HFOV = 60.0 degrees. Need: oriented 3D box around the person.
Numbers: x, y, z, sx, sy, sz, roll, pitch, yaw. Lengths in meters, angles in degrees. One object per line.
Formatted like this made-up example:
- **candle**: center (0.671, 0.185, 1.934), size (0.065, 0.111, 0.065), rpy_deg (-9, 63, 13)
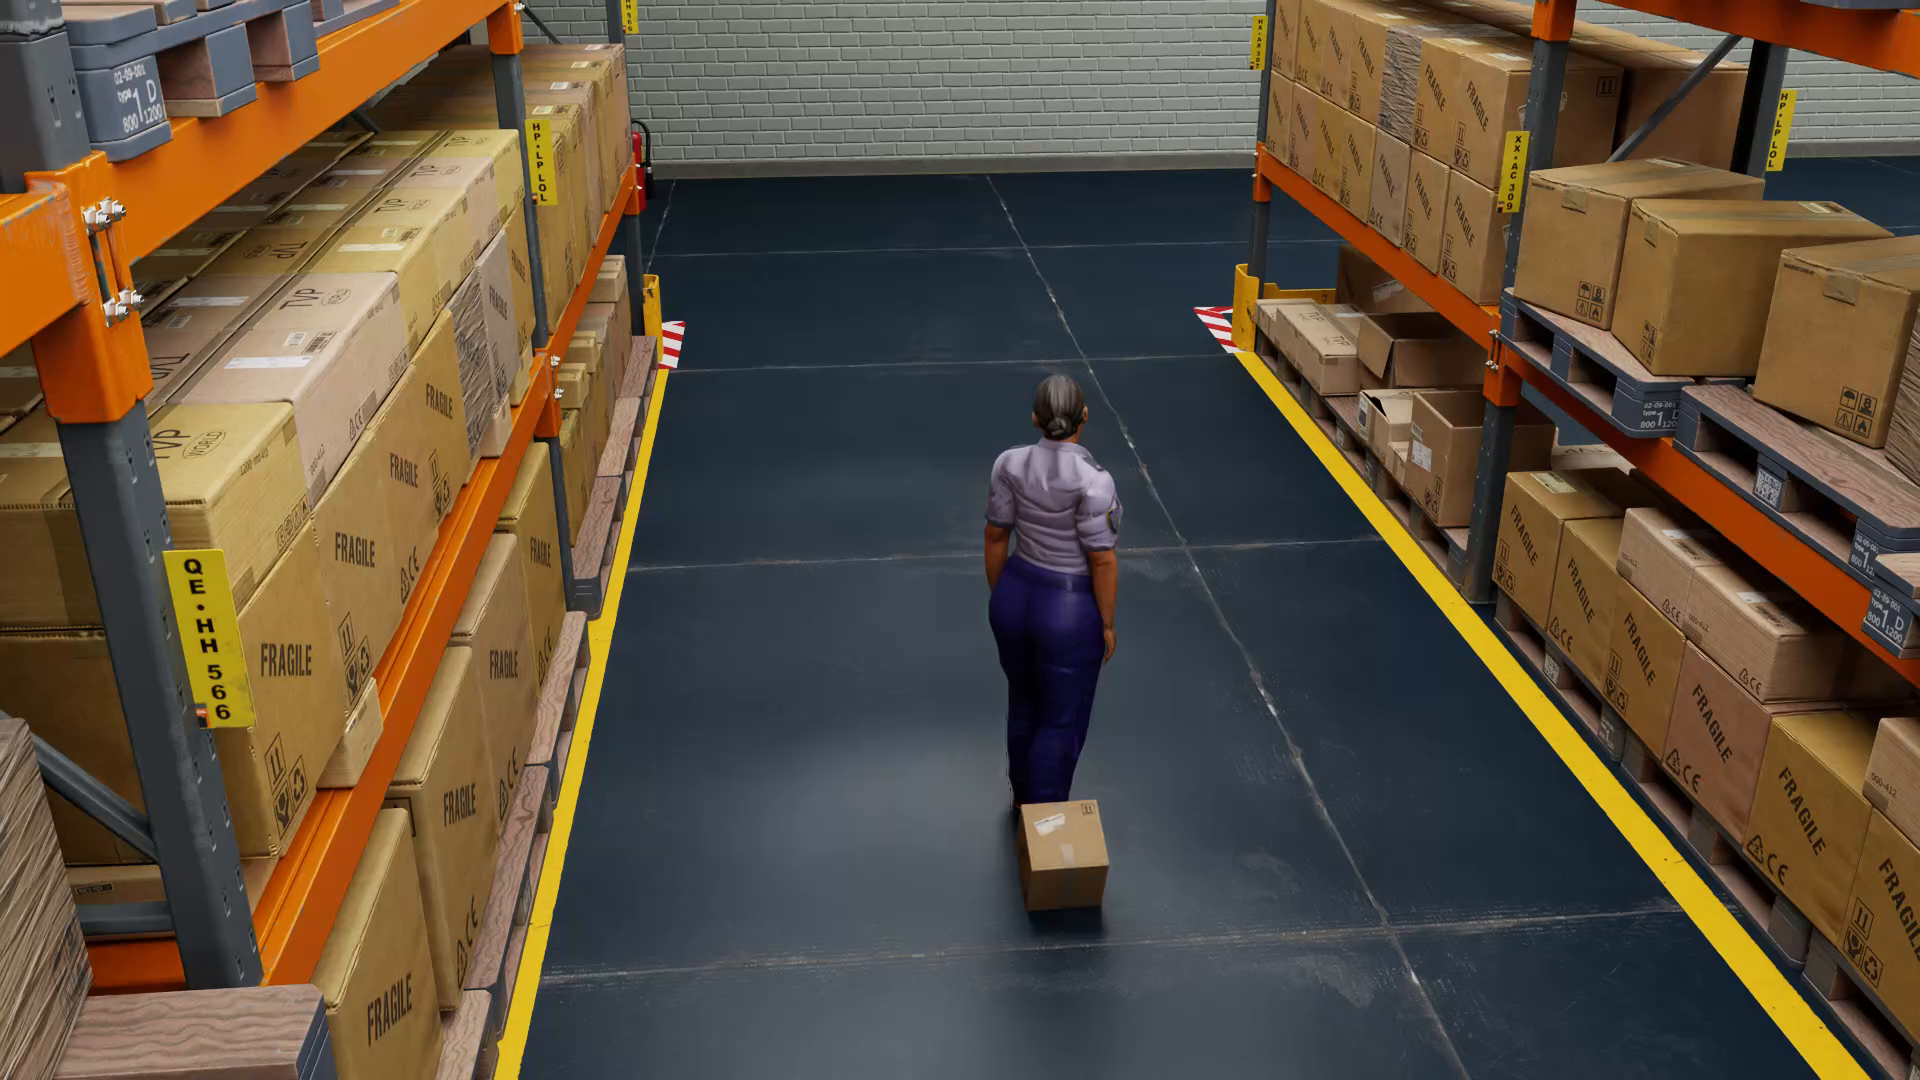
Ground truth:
- **person**: center (0.320, 0.262, 5.530), size (0.531, 1.626, 0.526), rpy_deg (20, 31, 37)
